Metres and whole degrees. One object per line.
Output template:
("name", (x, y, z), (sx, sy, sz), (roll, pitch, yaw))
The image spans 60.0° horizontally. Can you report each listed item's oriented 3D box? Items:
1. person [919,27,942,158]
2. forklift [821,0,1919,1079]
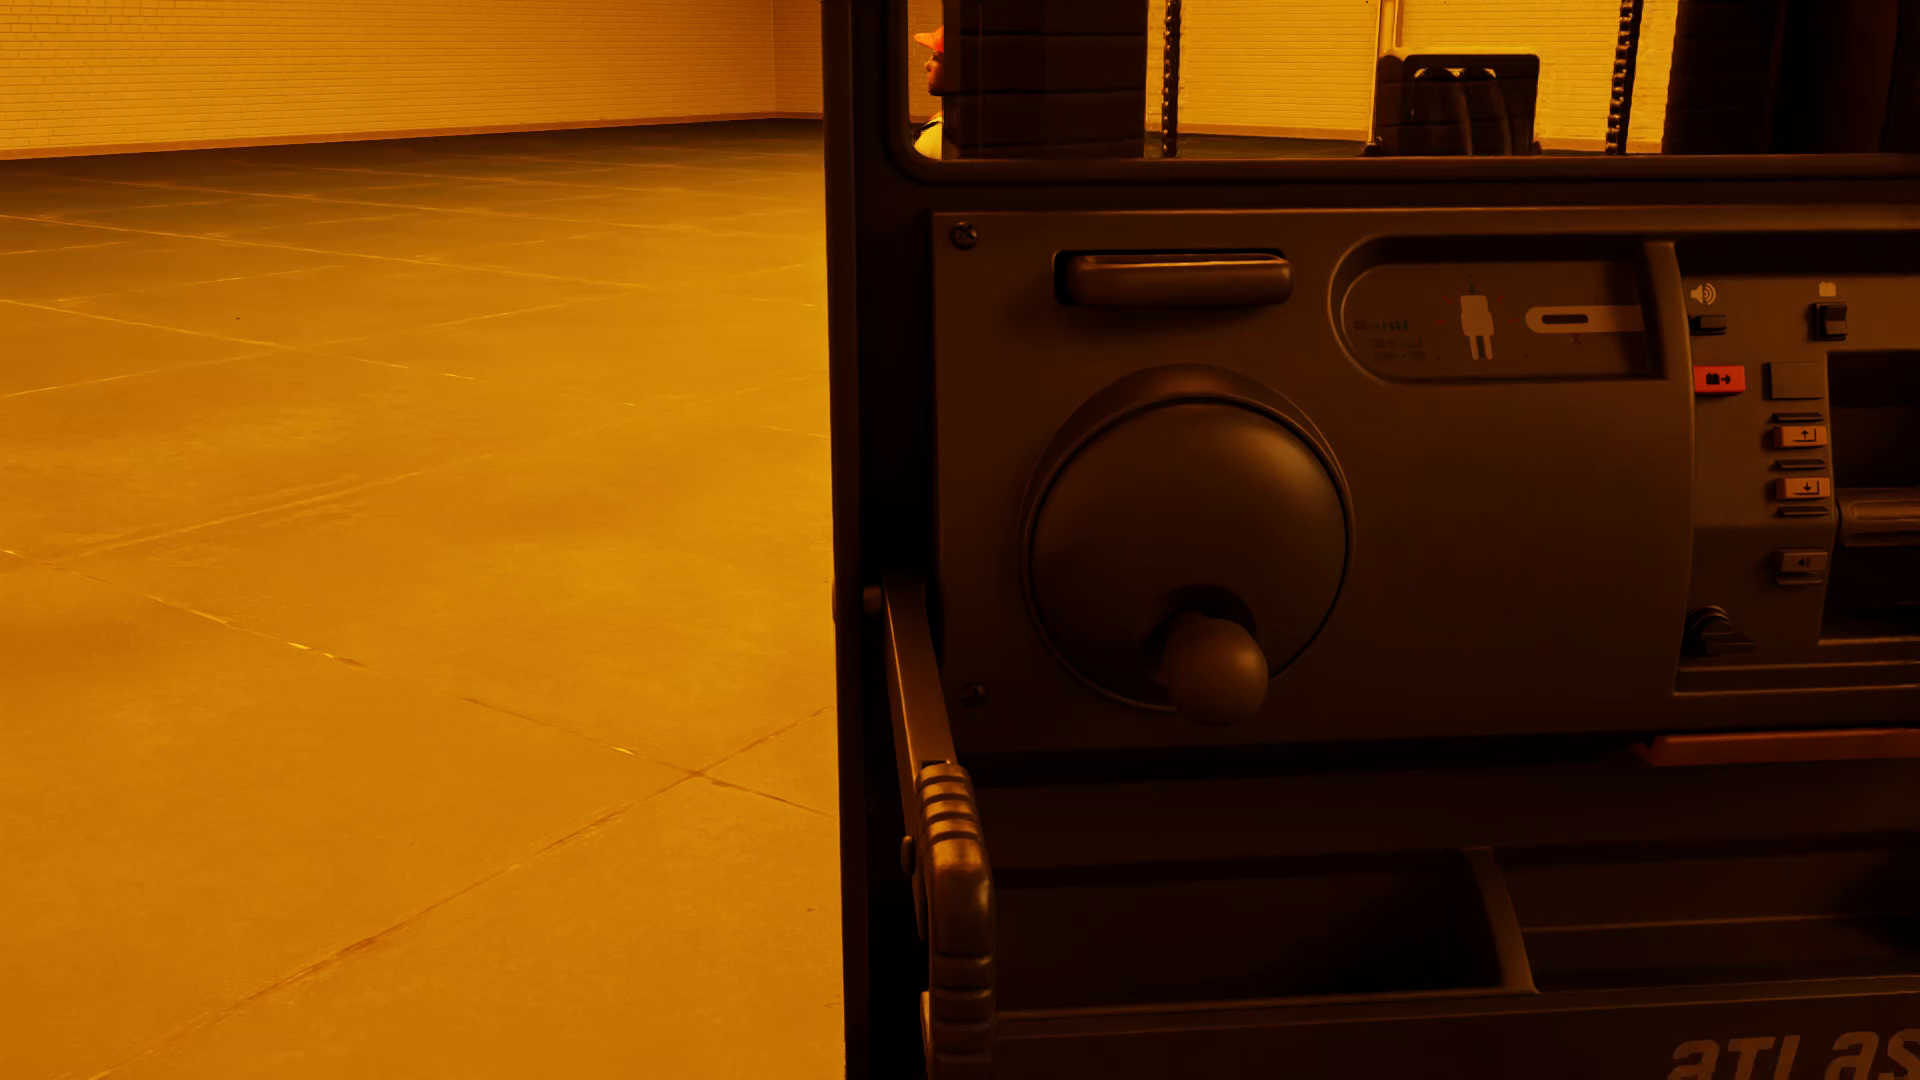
("person", (-0.060, -0.880, 5.744), (0.562, 1.790, 0.637), (11, 20, 33))
("forklift", (0.465, -0.059, 1.031), (1.130, 2.935, 3.031), (-1, 17, -5))
